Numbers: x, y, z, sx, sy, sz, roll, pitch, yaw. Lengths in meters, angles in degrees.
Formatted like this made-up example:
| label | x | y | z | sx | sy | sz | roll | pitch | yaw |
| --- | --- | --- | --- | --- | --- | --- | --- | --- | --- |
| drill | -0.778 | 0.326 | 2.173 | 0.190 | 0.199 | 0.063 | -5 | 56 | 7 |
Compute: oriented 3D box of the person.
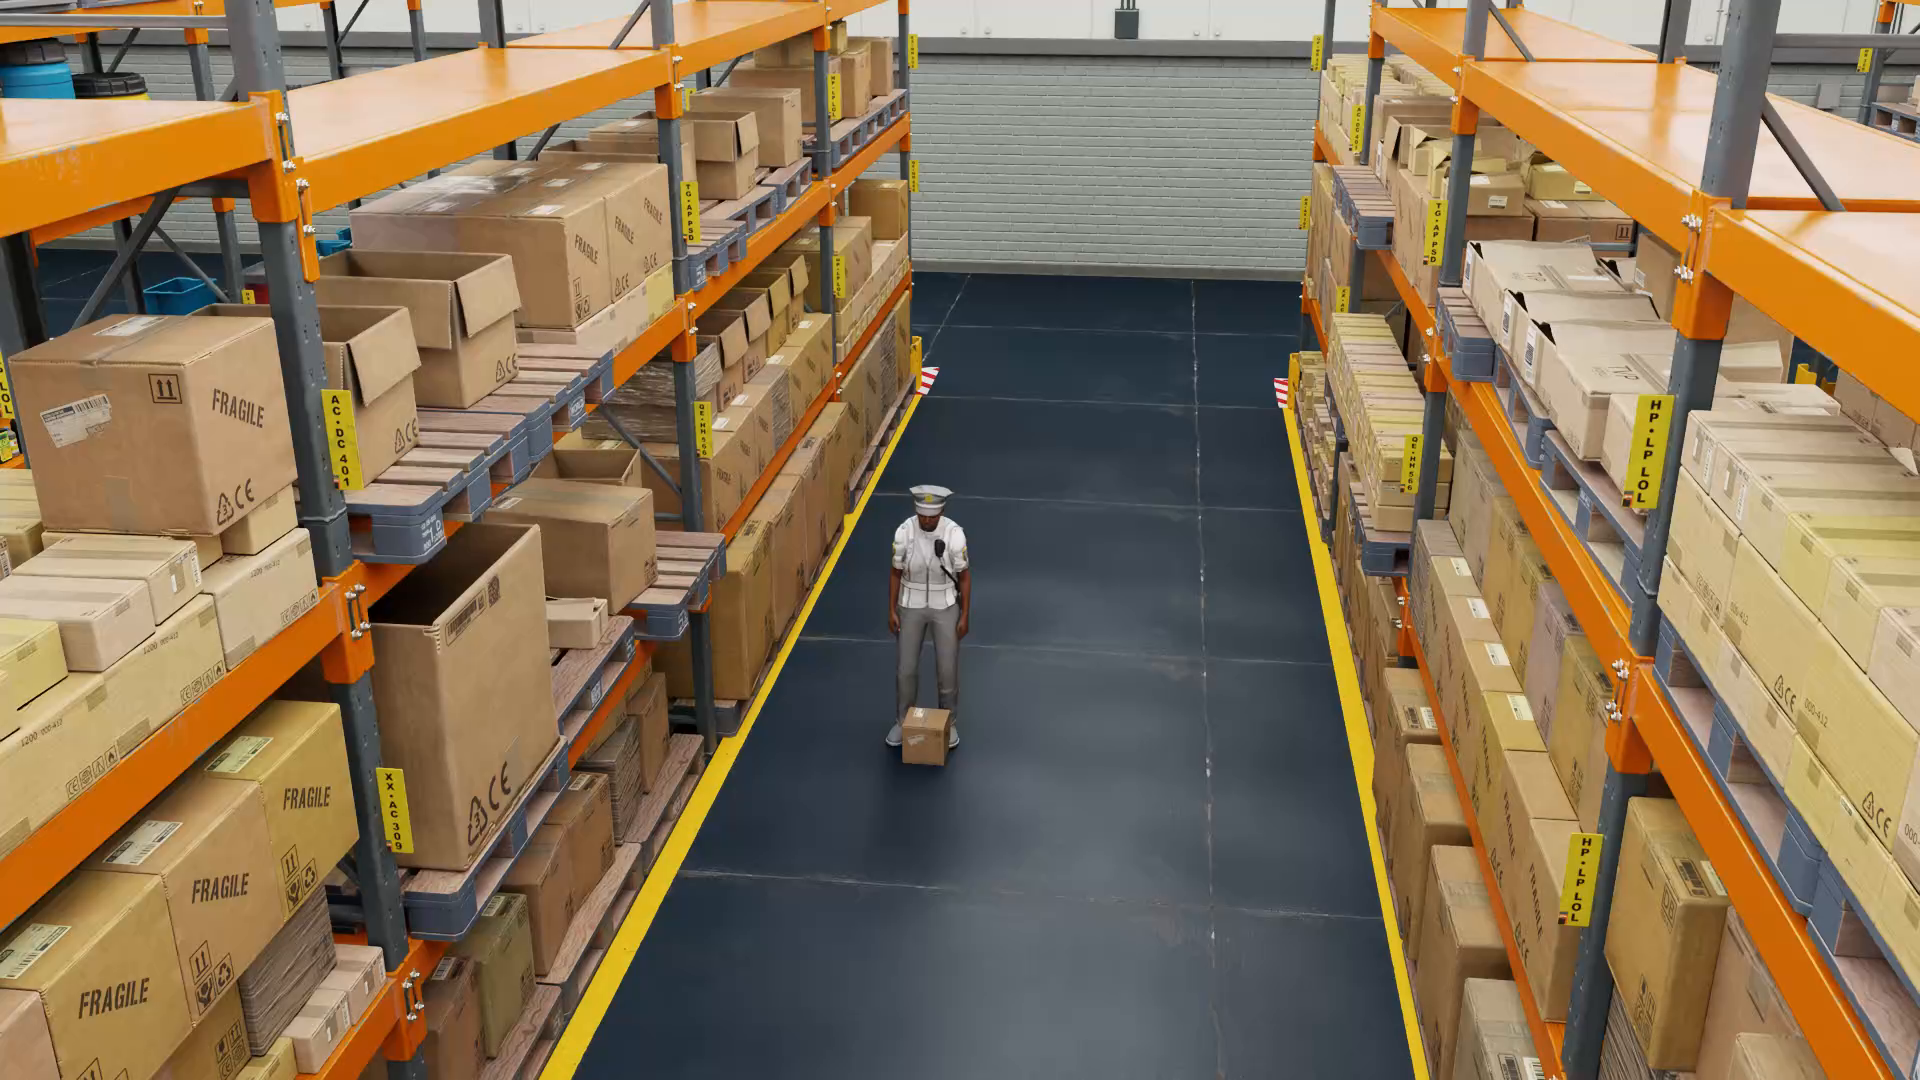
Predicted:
| label | x | y | z | sx | sy | sz | roll | pitch | yaw |
| --- | --- | --- | --- | --- | --- | --- | --- | --- | --- |
| person | -0.190 | 0.439 | 9.958 | 0.506 | 1.660 | 0.393 | 3 | 21 | 7 |
